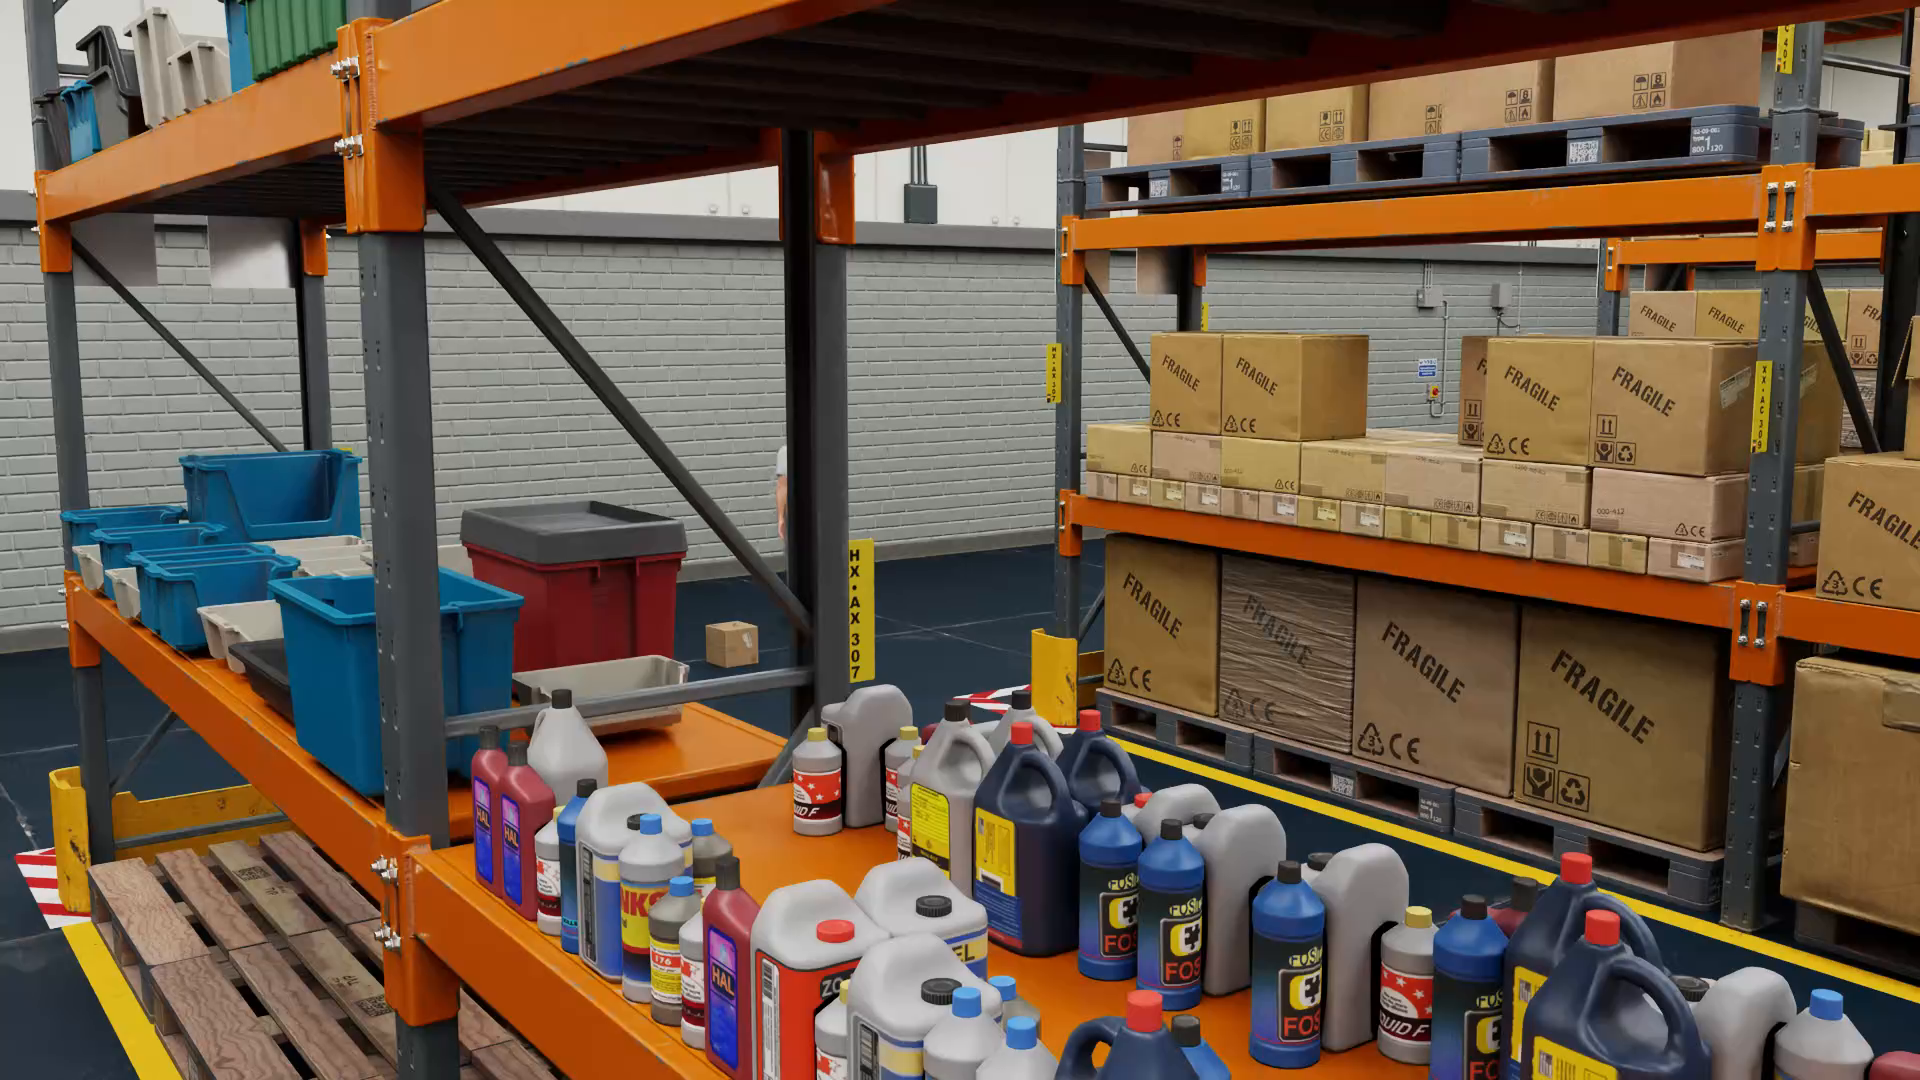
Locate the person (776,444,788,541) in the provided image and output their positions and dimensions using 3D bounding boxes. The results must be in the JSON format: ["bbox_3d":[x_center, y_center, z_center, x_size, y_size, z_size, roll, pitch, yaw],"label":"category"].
[{"bbox_3d":[-1.124,-0.174,12.172,0.442,1.617,1.076,-1,8,-7],"label":"person"}]
